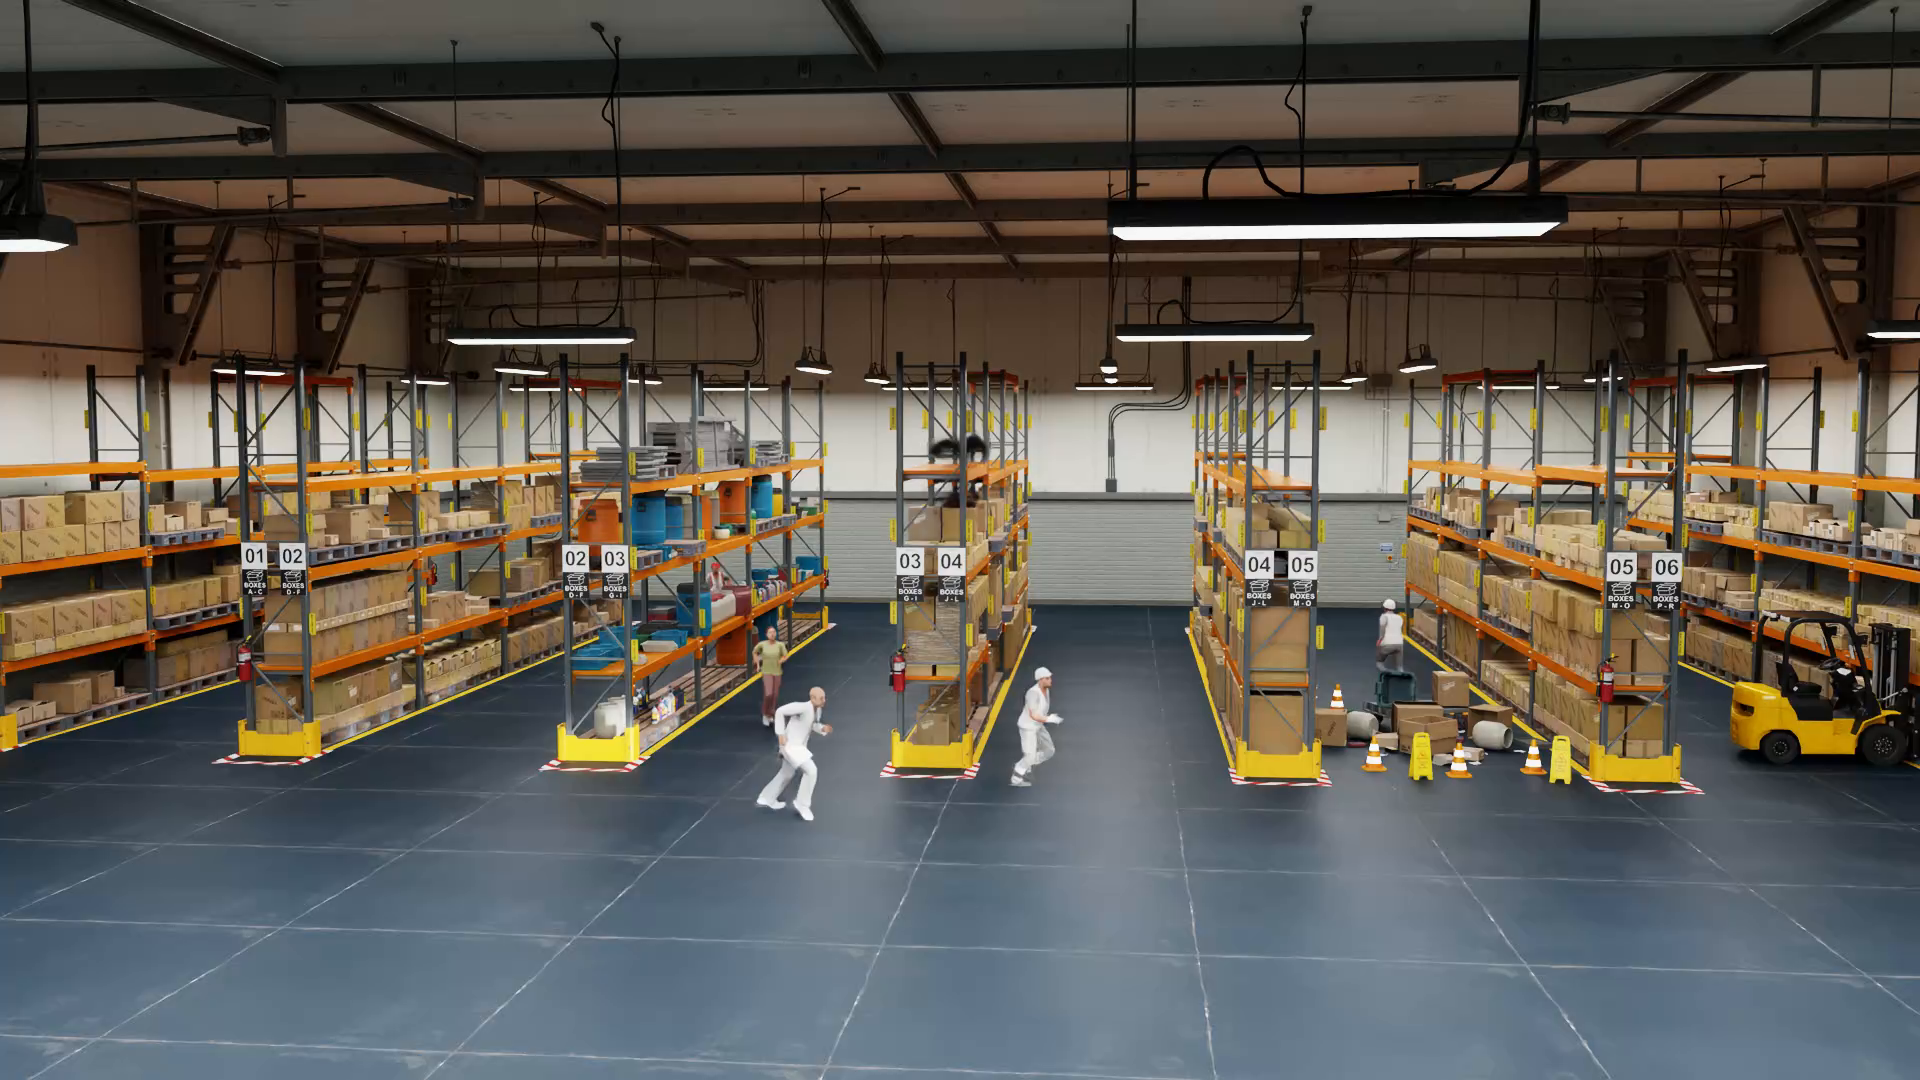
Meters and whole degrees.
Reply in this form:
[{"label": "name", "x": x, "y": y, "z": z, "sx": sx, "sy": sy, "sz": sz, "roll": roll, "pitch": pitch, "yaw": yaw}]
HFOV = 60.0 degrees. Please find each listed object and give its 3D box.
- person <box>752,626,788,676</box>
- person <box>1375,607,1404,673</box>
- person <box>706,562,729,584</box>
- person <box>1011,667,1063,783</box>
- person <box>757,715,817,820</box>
[{"label": "person", "x": -3.087, "y": 1.817, "z": 27.260, "sx": 0.565, "sy": 0.823, "sz": 0.557, "roll": -1, "pitch": 4, "yaw": -16}, {"label": "person", "x": 7.919, "y": 1.994, "z": 30.749, "sx": 0.545, "sy": 1.665, "sz": 0.959, "roll": -1, "pitch": 4, "yaw": -12}, {"label": "person", "x": -5.718, "y": 1.297, "z": 39.012, "sx": 0.610, "sy": 1.620, "sz": 0.768, "roll": 0, "pitch": 4, "yaw": -7}, {"label": "person", "x": 1.069, "y": 2.530, "z": 22.636, "sx": 0.800, "sy": 1.629, "sz": 0.684, "roll": 2, "pitch": 5, "yaw": 31}, {"label": "person", "x": -2.187, "y": 2.868, "z": 21.148, "sx": 0.844, "sy": 1.380, "sz": 0.261, "roll": 2, "pitch": 4, "yaw": 23}]
